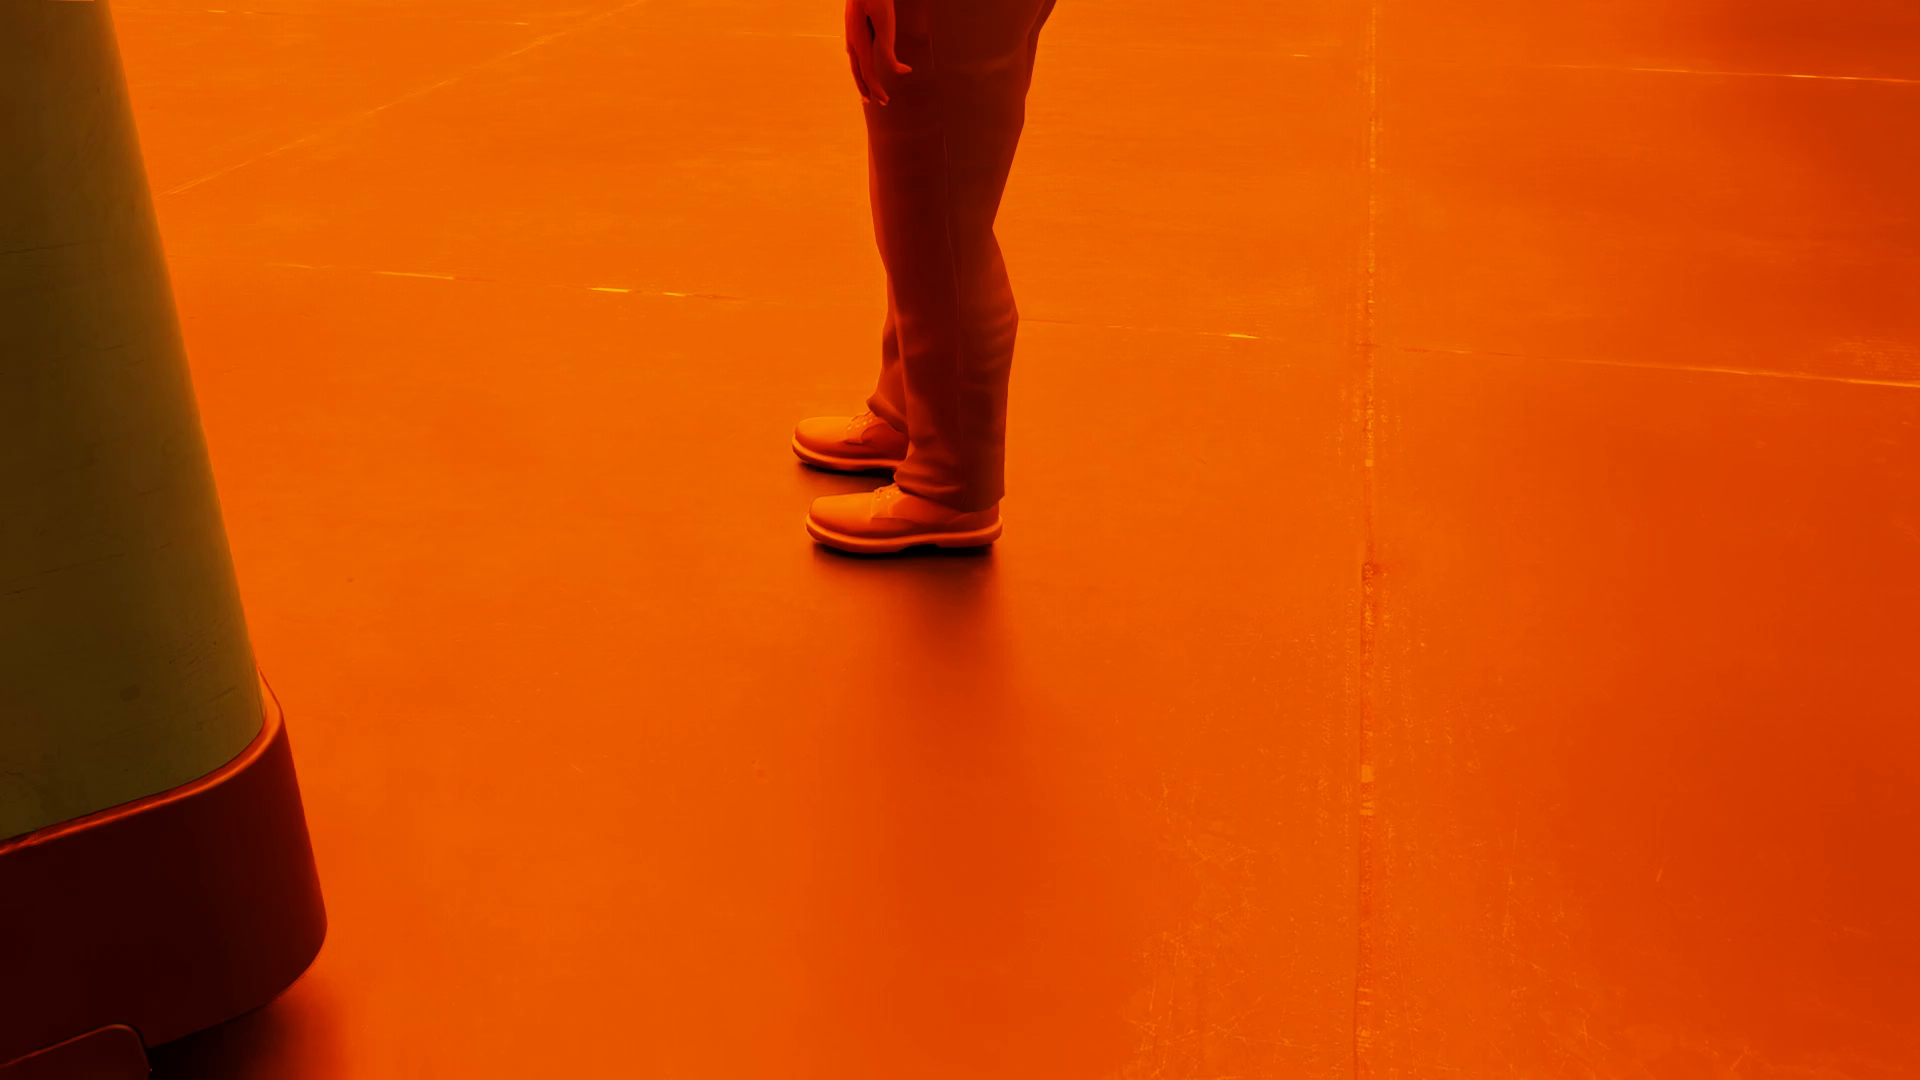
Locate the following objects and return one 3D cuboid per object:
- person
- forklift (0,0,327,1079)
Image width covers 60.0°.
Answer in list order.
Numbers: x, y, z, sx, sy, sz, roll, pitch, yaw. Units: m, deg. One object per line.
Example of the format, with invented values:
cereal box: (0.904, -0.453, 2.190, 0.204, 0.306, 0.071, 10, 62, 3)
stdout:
person: (-0.081, -0.763, 2.159, 0.503, 1.656, 0.569, 6, 27, 11)
forklift: (-2.112, -0.659, 0.552, 3.031, 2.935, 1.130, -17, 31, -30)
